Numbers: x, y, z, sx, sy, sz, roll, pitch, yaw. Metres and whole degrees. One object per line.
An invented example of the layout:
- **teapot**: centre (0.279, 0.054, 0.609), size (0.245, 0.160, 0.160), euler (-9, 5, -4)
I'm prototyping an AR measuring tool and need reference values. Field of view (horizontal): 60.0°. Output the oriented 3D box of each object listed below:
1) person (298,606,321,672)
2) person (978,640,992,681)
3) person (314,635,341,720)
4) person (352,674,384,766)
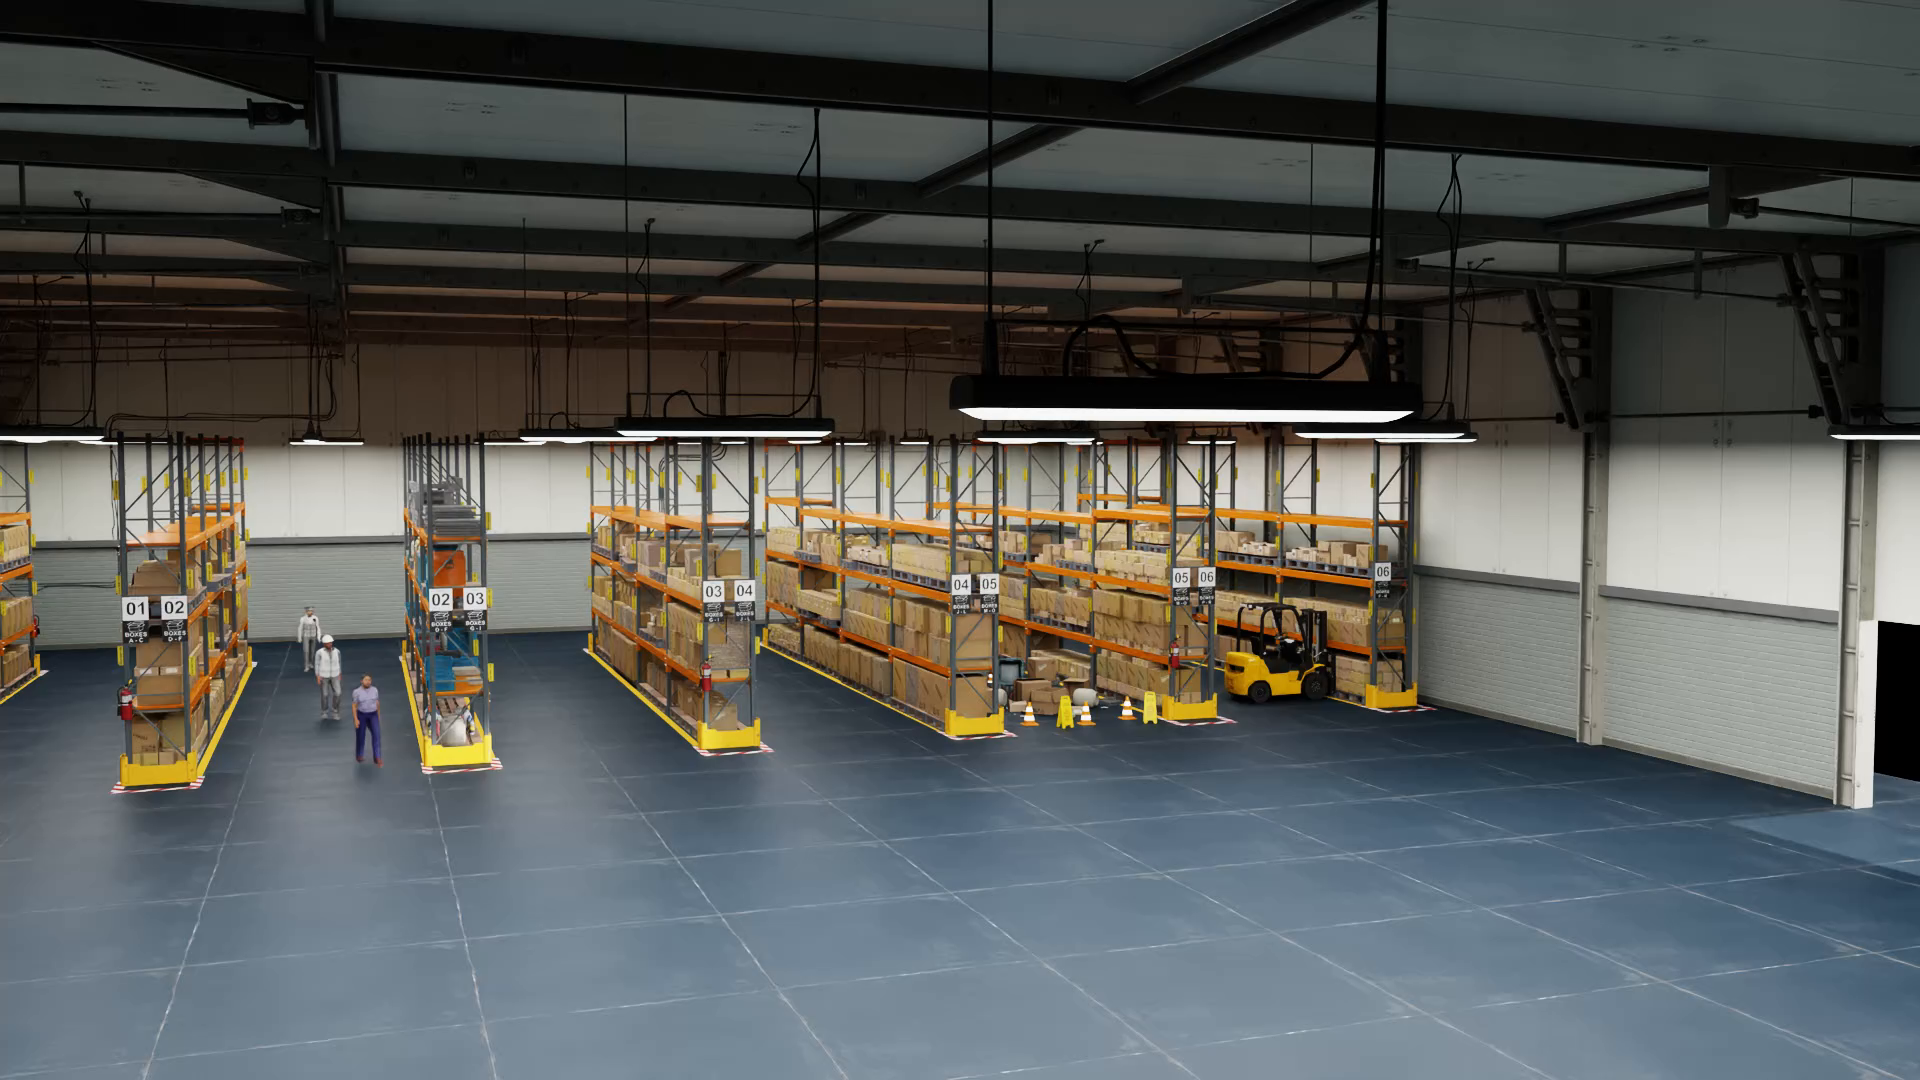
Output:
- **person**: centre (-16.735, 2.520, 42.791), size (0.528, 1.661, 0.810), euler (-2, 4, -37)
- **person**: centre (0.571, 2.639, 40.646), size (0.598, 1.798, 0.557), euler (-1, 3, -25)
- **person**: centre (-13.305, 2.908, 35.046), size (0.585, 1.837, 0.484), euler (-2, 4, -38)
- **person**: centre (-10.710, 3.232, 30.062), size (0.509, 1.617, 0.837), euler (-2, 4, -34)
